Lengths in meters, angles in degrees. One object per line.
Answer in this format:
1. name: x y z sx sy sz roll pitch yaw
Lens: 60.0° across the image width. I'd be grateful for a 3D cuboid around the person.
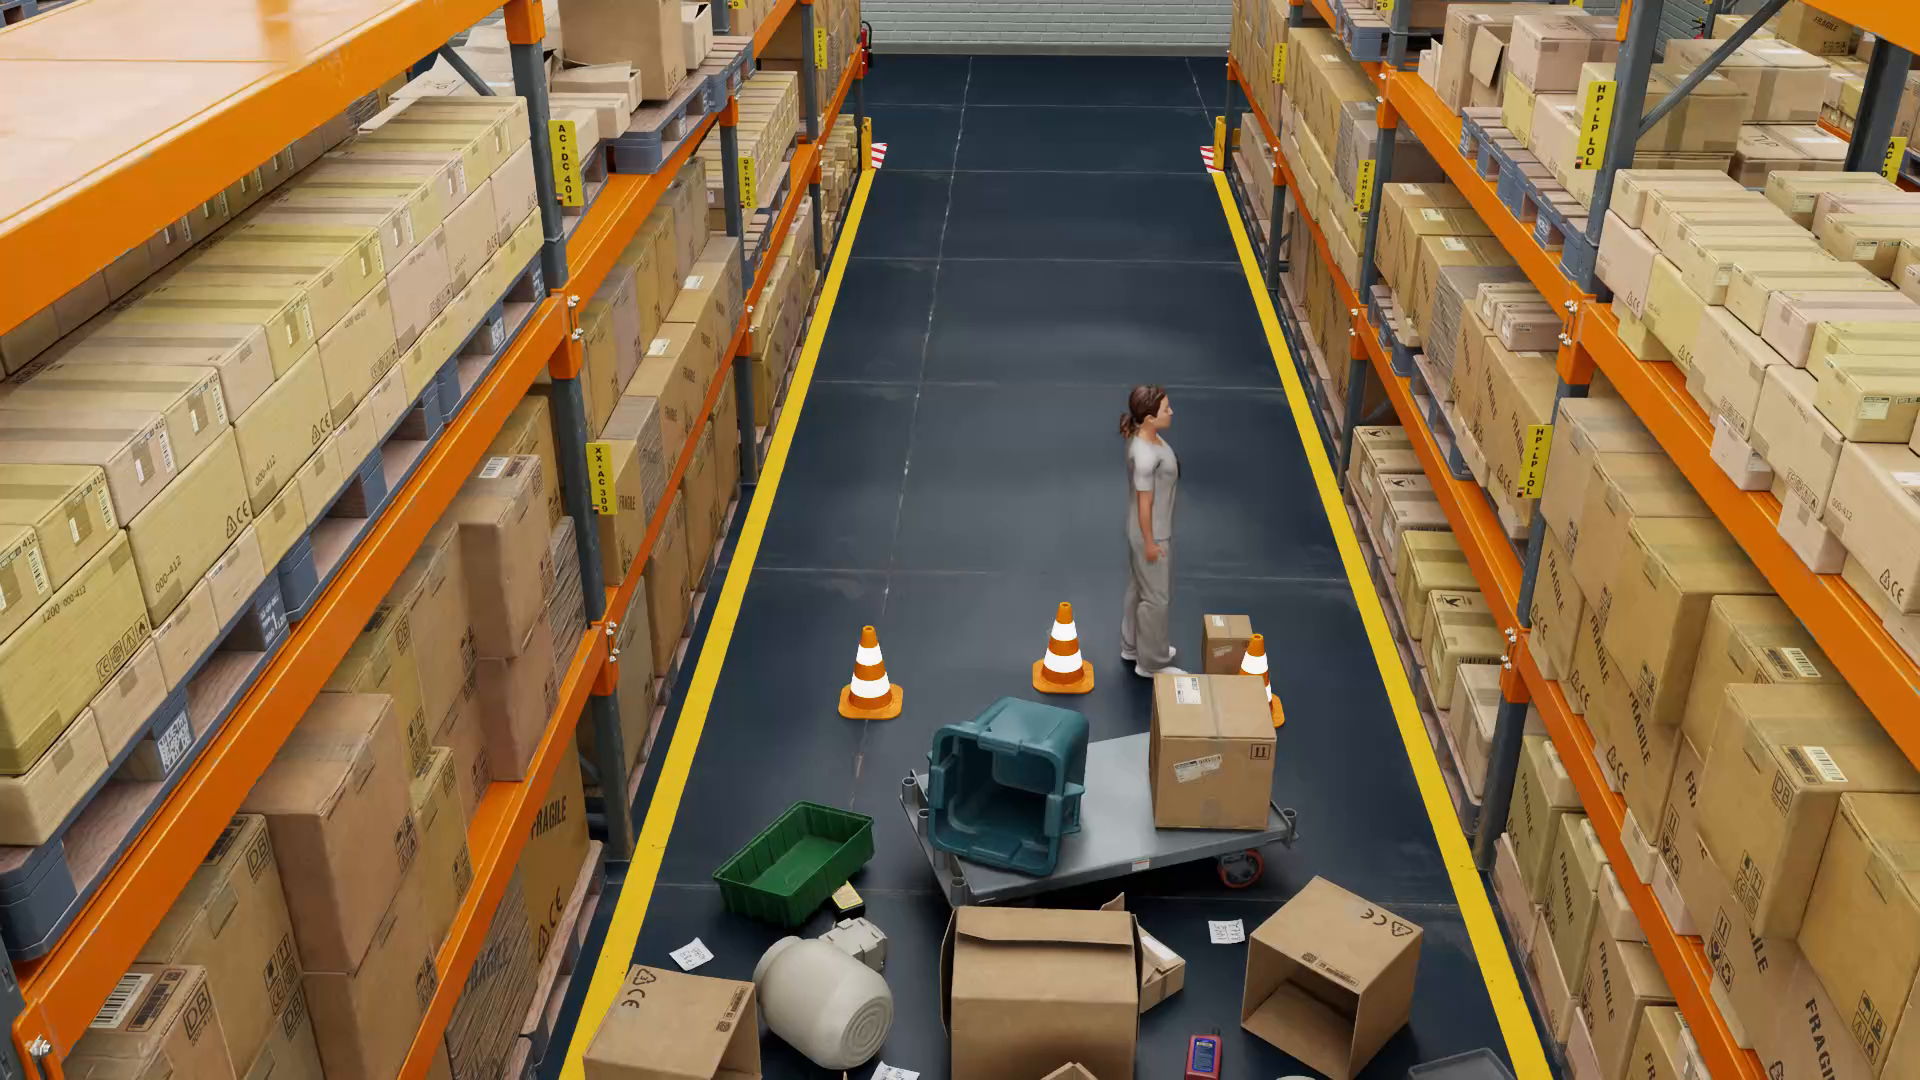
1. person: 1.048 -0.042 8.943 0.469 1.696 0.447 1 28 2
